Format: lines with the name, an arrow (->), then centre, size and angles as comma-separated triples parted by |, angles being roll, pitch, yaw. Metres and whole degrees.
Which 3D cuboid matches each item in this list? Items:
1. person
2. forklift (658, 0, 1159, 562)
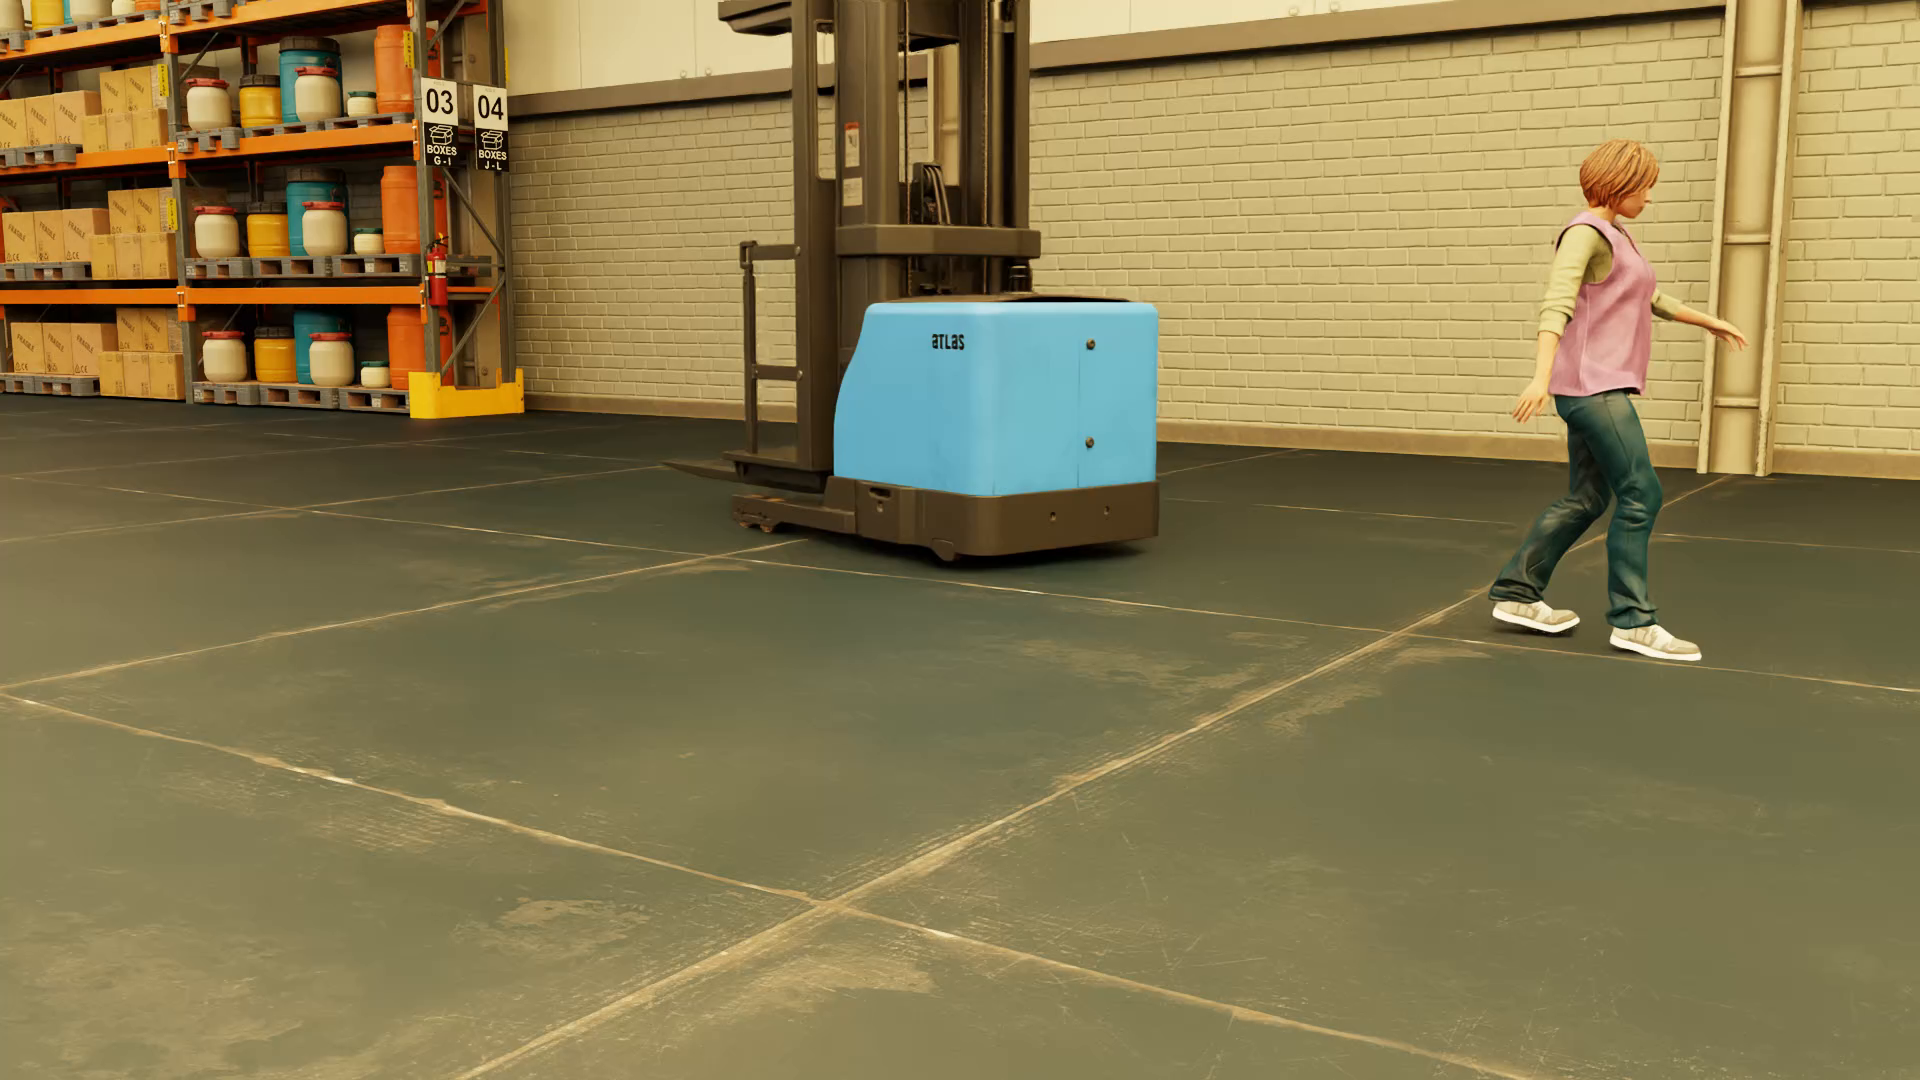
person -> 2.013, -0.434, 5.159 | 0.708, 1.573, 0.822 | 5, 9, 30
forklift -> -0.443, -1.522, 7.898 | 1.130, 2.935, 3.031 | -6, 10, -38
